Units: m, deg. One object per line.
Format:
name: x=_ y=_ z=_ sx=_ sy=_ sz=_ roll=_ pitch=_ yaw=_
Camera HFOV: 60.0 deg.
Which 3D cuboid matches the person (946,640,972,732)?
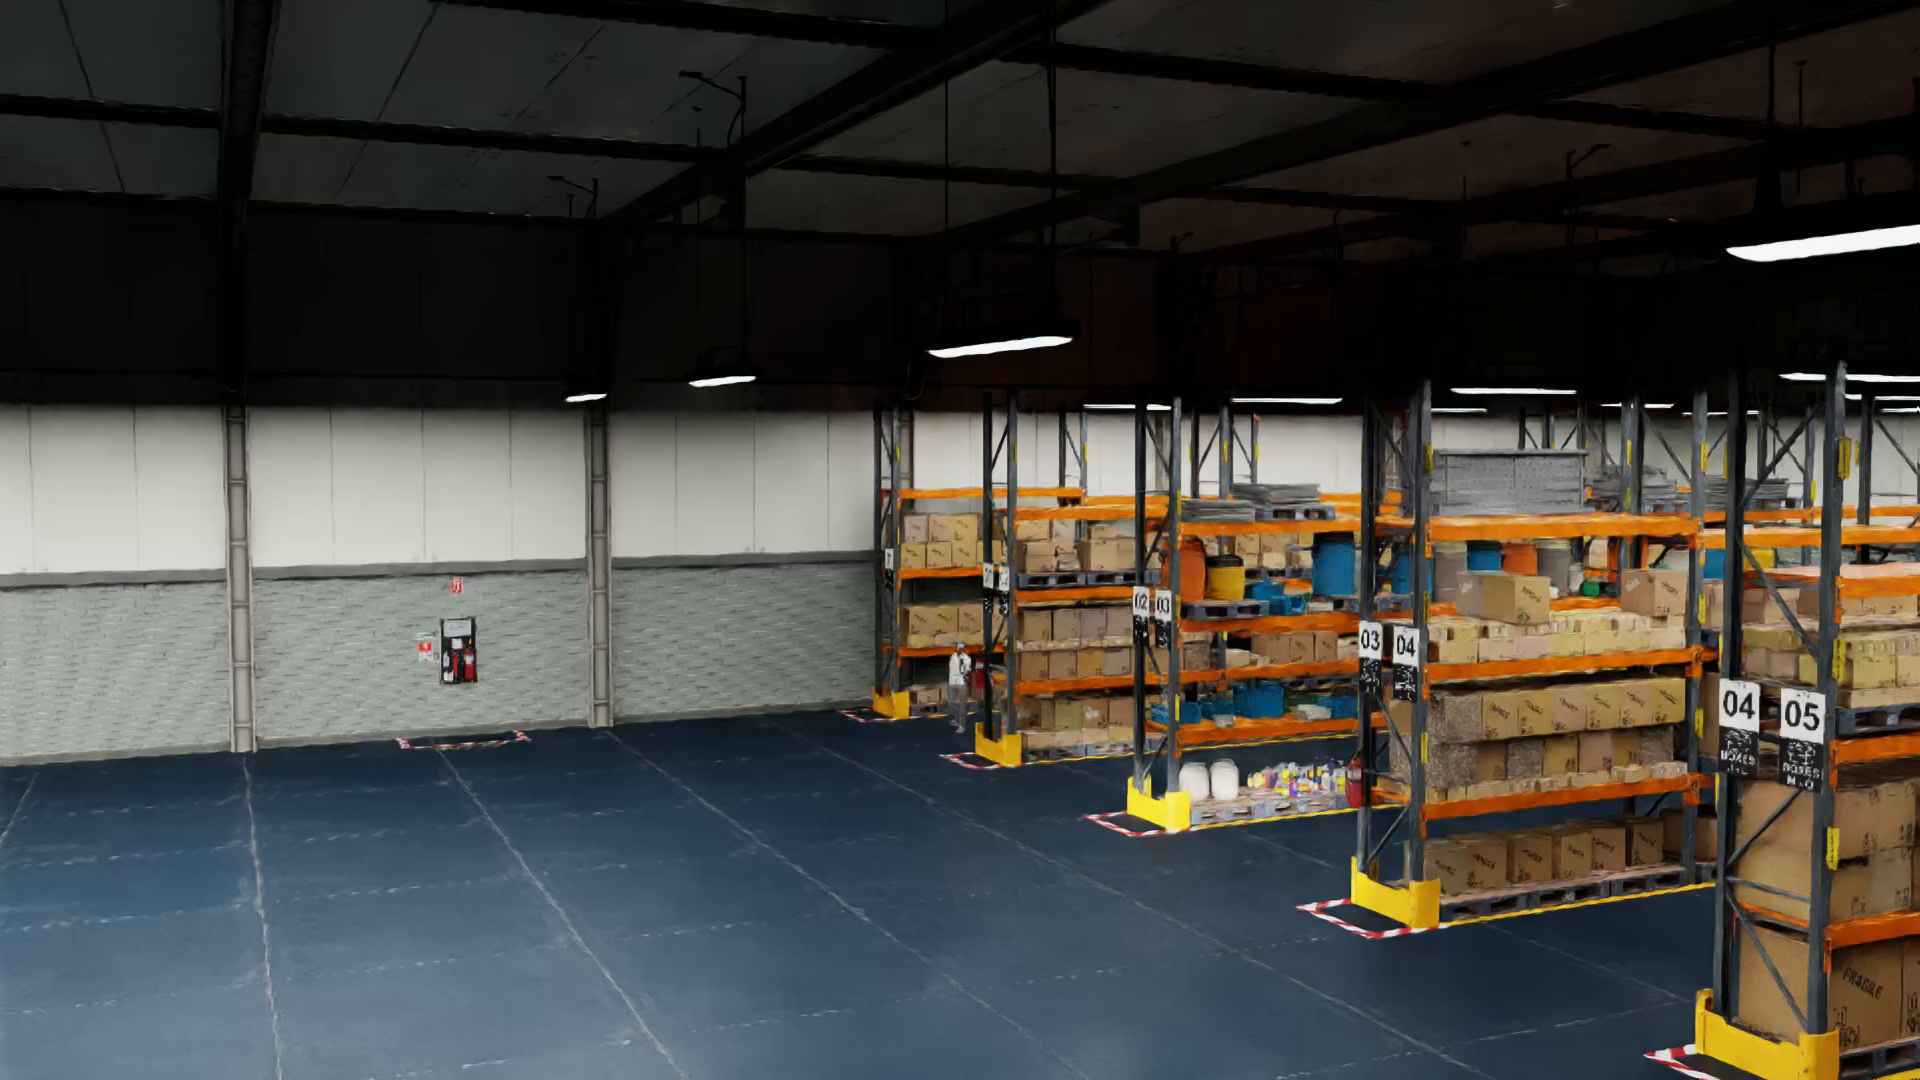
person: x=0.006 y=2.600 z=29.823 sx=0.518 sy=1.670 sz=0.526 roll=2 pitch=4 yaw=28
